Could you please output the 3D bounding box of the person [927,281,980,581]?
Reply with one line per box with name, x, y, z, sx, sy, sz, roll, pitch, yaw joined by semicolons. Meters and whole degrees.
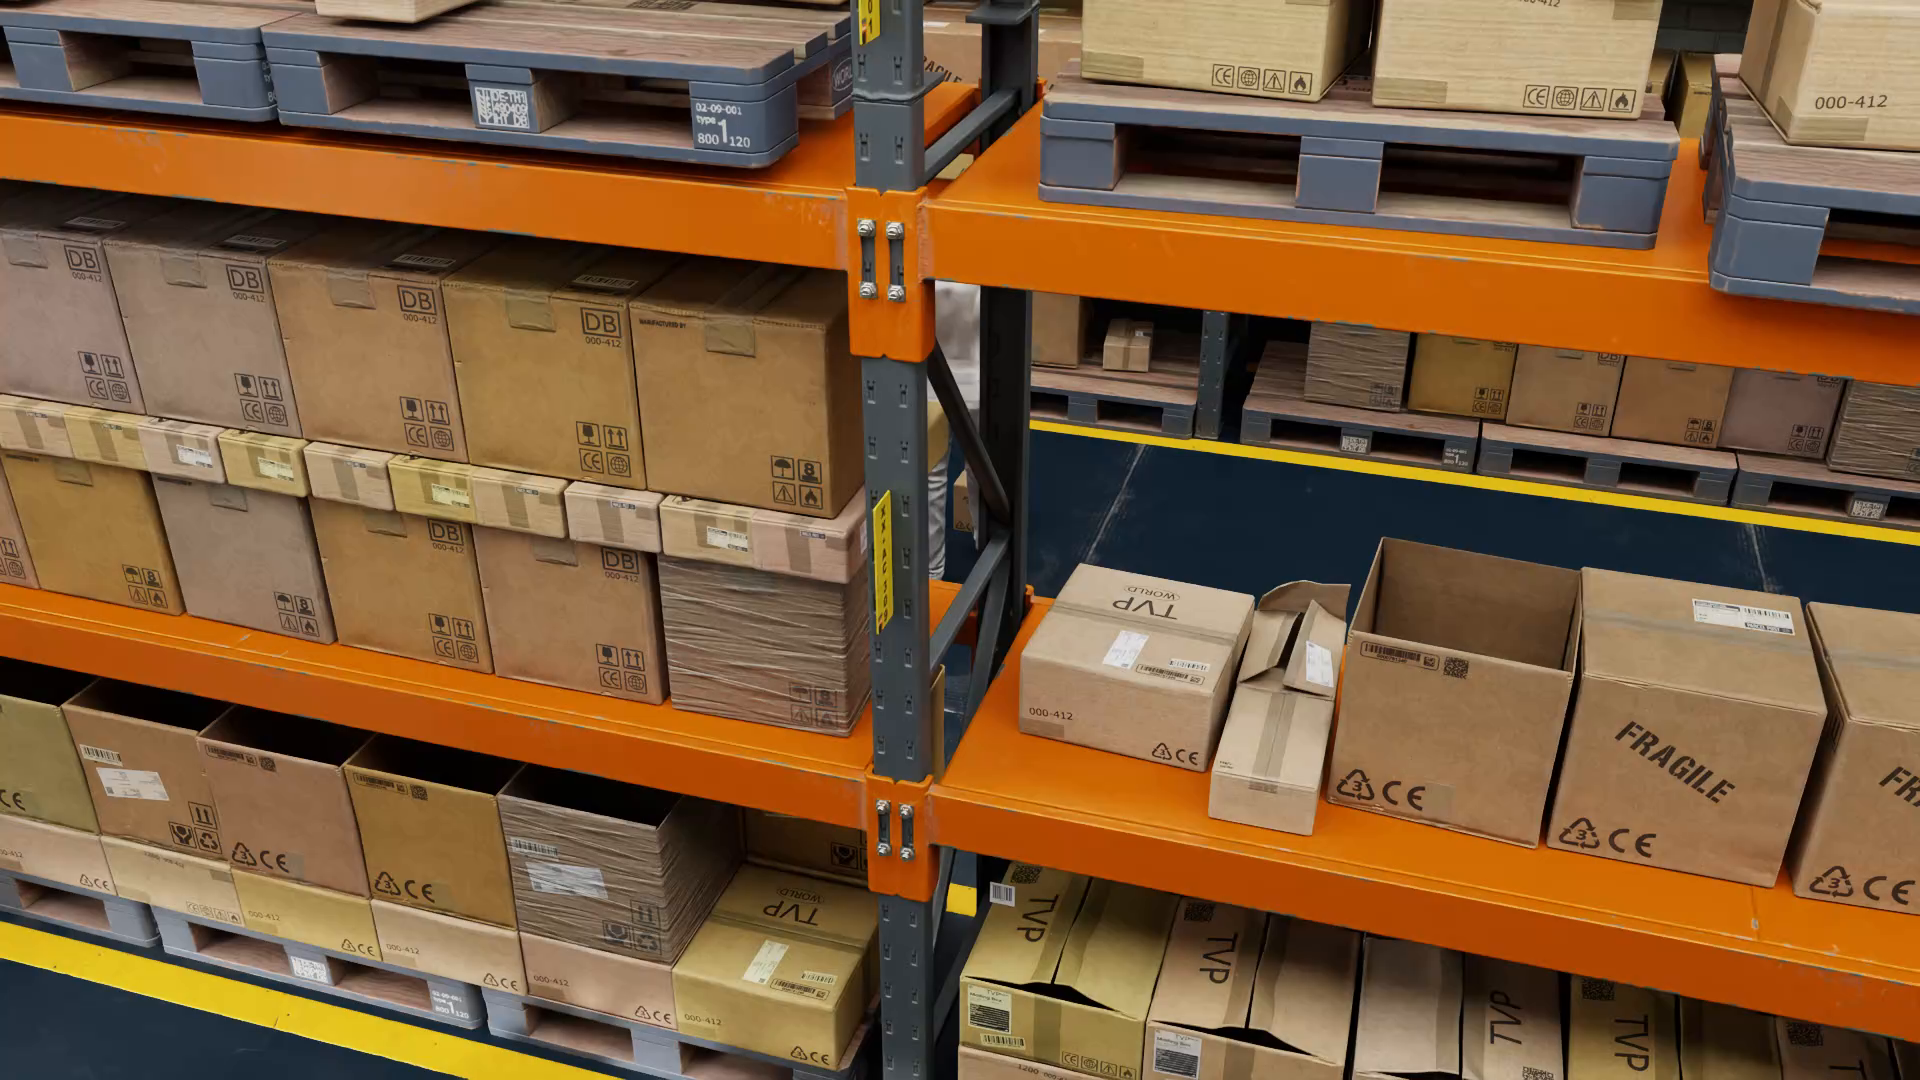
person;-0.006;-0.683;7.330;0.592;1.778;0.712;5;29;8
